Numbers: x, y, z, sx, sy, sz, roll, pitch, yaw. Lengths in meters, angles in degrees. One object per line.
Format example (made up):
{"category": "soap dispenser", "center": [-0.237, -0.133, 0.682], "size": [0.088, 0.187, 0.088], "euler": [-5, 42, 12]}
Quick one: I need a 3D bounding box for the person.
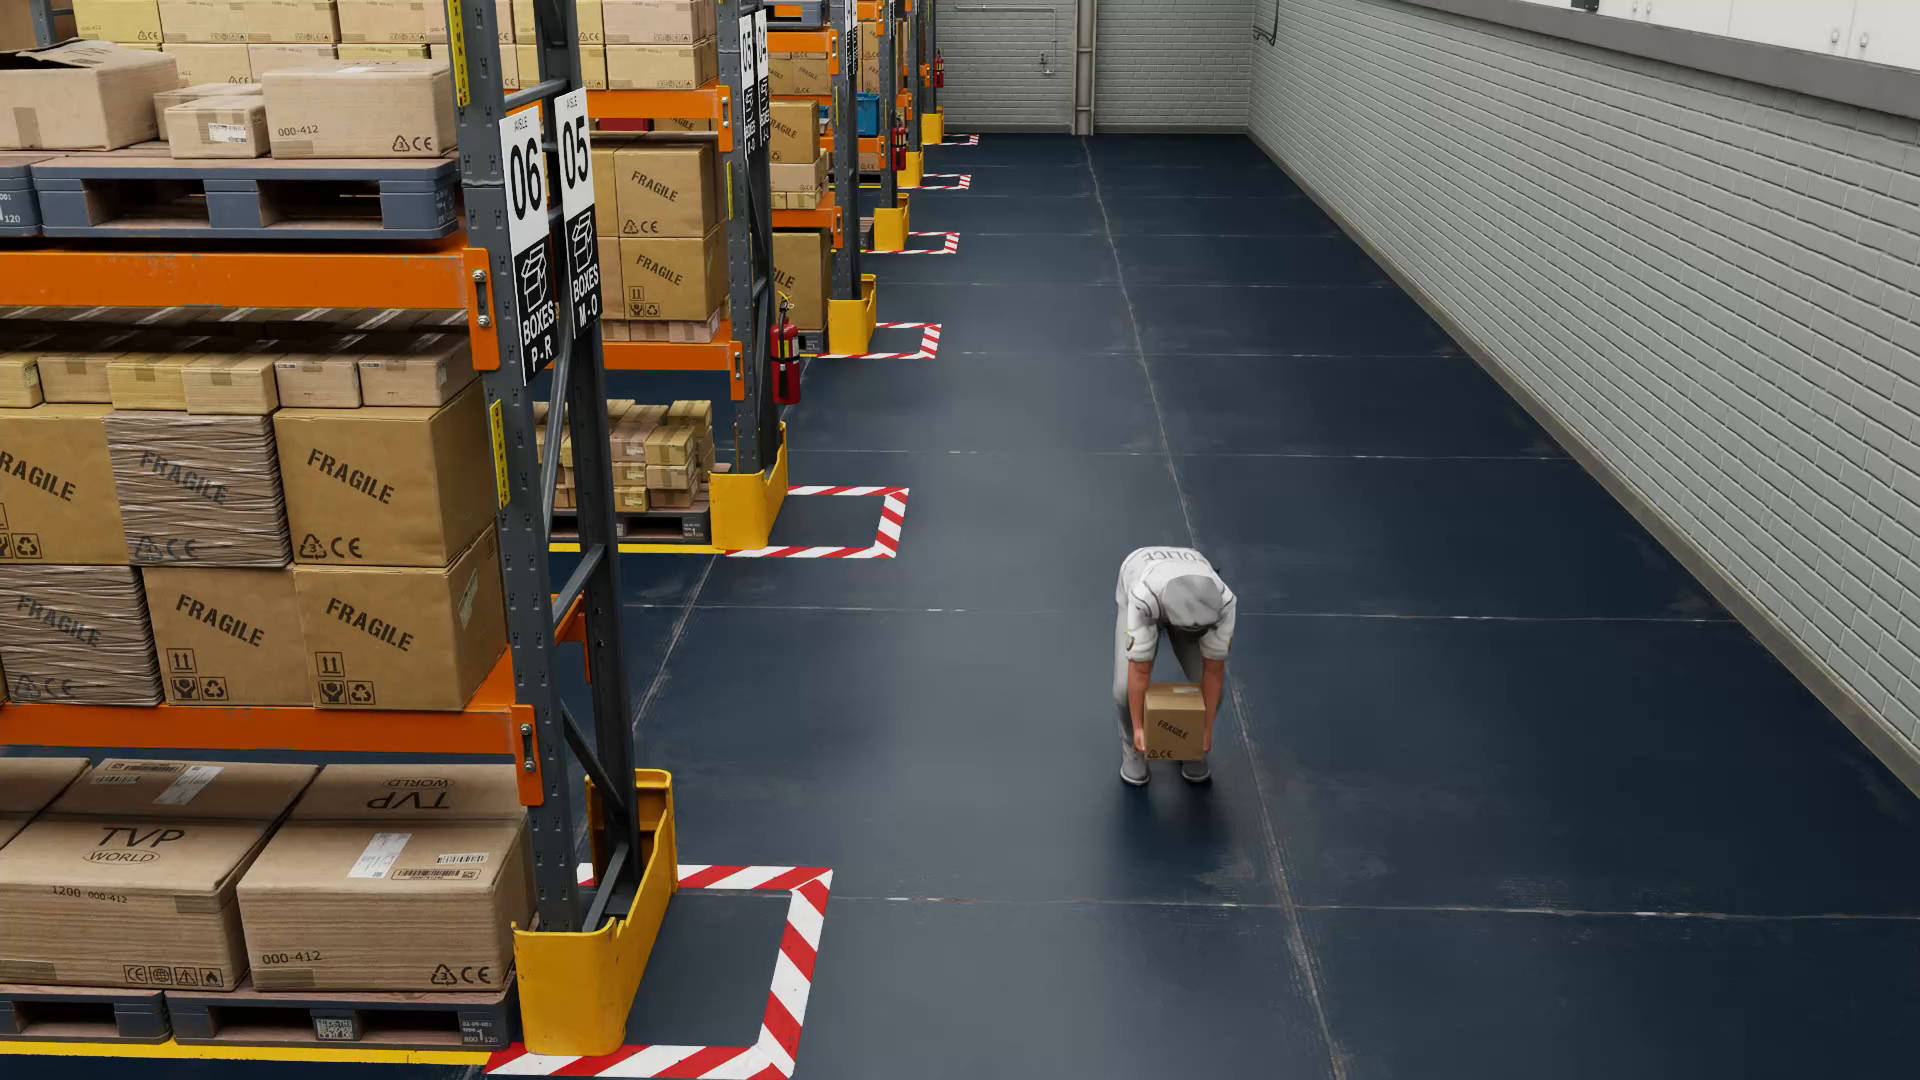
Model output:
{"category": "person", "center": [0.950, 0.582, 7.413], "size": [0.513, 1.193, 1.026], "euler": [0, 21, -1]}
